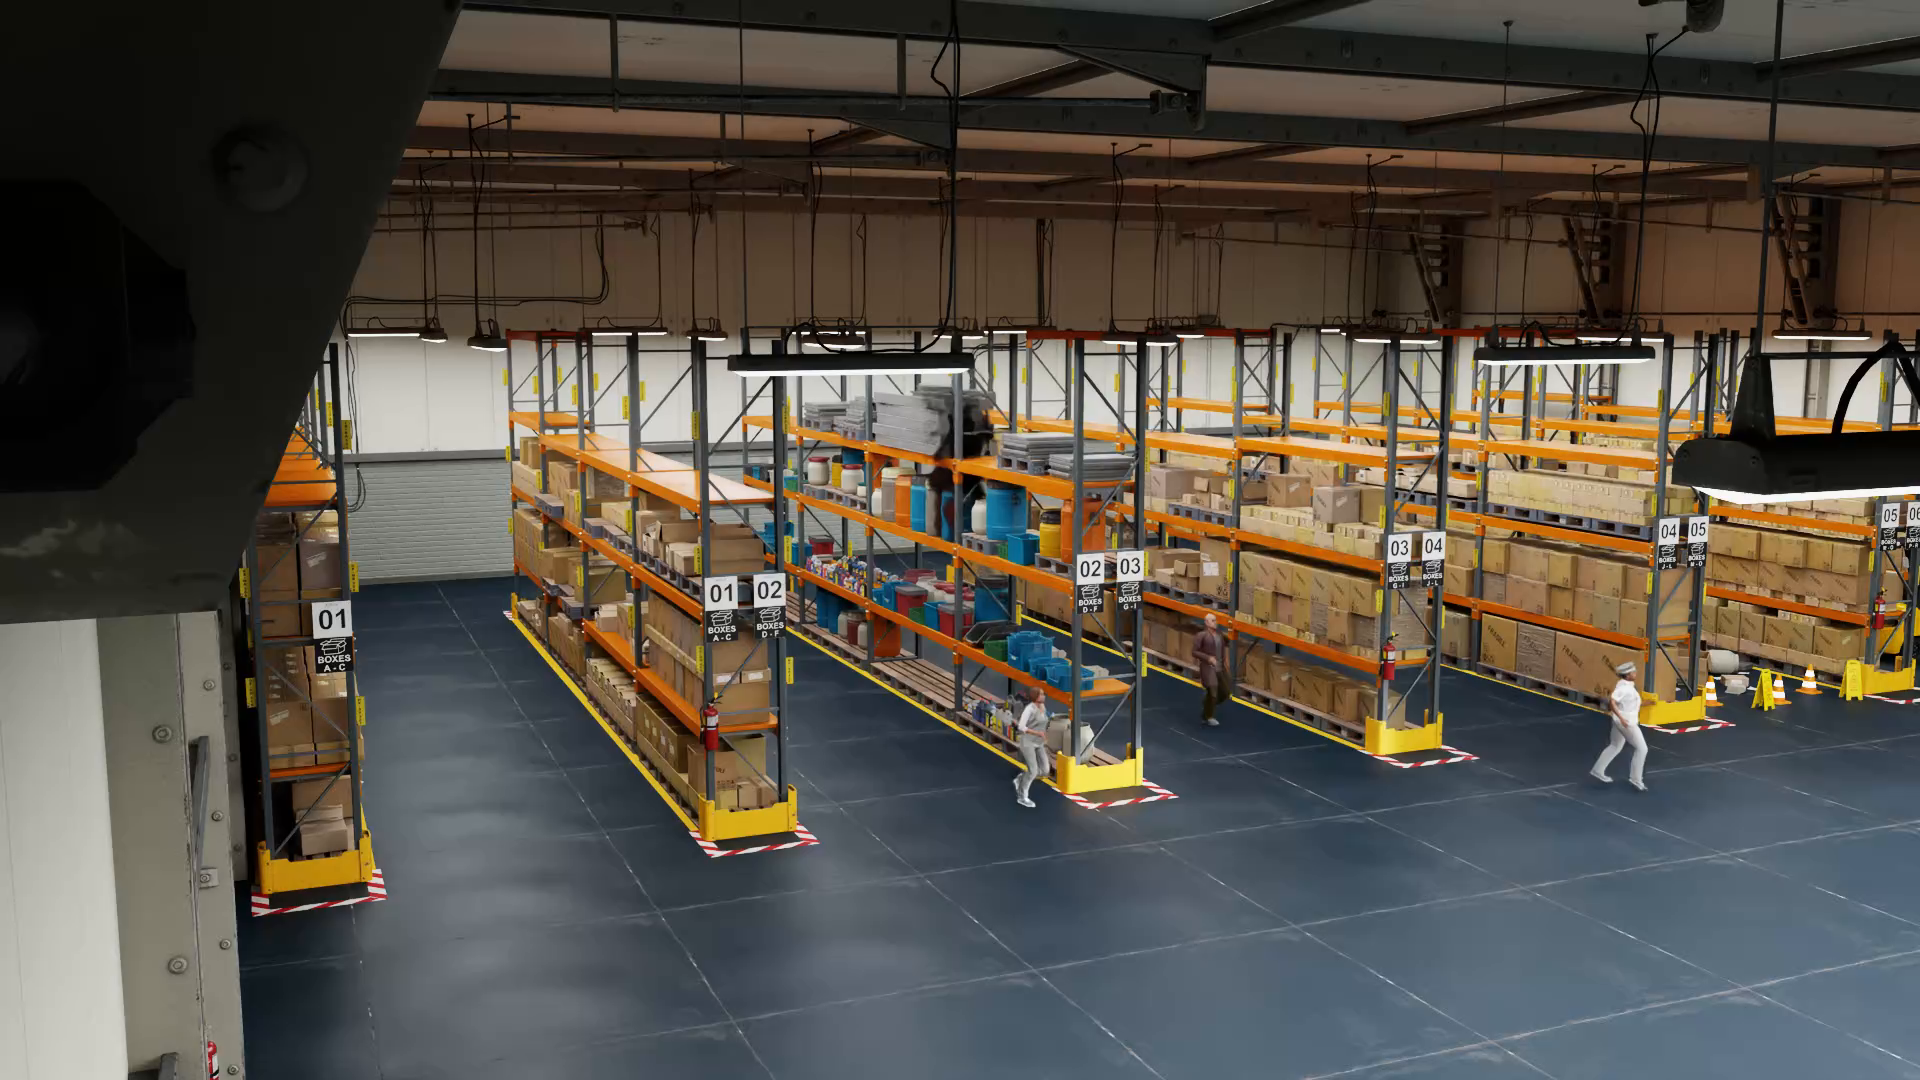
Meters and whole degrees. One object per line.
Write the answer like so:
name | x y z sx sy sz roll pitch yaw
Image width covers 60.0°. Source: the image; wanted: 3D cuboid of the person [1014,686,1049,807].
person | 0.975 2.659 21.514 0.570 1.551 0.557 6 10 40

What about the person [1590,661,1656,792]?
person | 8.882 2.483 22.211 0.749 1.756 0.548 1 8 10

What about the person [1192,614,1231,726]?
person | 3.902 1.996 25.589 0.703 1.729 0.653 -5 9 -32
